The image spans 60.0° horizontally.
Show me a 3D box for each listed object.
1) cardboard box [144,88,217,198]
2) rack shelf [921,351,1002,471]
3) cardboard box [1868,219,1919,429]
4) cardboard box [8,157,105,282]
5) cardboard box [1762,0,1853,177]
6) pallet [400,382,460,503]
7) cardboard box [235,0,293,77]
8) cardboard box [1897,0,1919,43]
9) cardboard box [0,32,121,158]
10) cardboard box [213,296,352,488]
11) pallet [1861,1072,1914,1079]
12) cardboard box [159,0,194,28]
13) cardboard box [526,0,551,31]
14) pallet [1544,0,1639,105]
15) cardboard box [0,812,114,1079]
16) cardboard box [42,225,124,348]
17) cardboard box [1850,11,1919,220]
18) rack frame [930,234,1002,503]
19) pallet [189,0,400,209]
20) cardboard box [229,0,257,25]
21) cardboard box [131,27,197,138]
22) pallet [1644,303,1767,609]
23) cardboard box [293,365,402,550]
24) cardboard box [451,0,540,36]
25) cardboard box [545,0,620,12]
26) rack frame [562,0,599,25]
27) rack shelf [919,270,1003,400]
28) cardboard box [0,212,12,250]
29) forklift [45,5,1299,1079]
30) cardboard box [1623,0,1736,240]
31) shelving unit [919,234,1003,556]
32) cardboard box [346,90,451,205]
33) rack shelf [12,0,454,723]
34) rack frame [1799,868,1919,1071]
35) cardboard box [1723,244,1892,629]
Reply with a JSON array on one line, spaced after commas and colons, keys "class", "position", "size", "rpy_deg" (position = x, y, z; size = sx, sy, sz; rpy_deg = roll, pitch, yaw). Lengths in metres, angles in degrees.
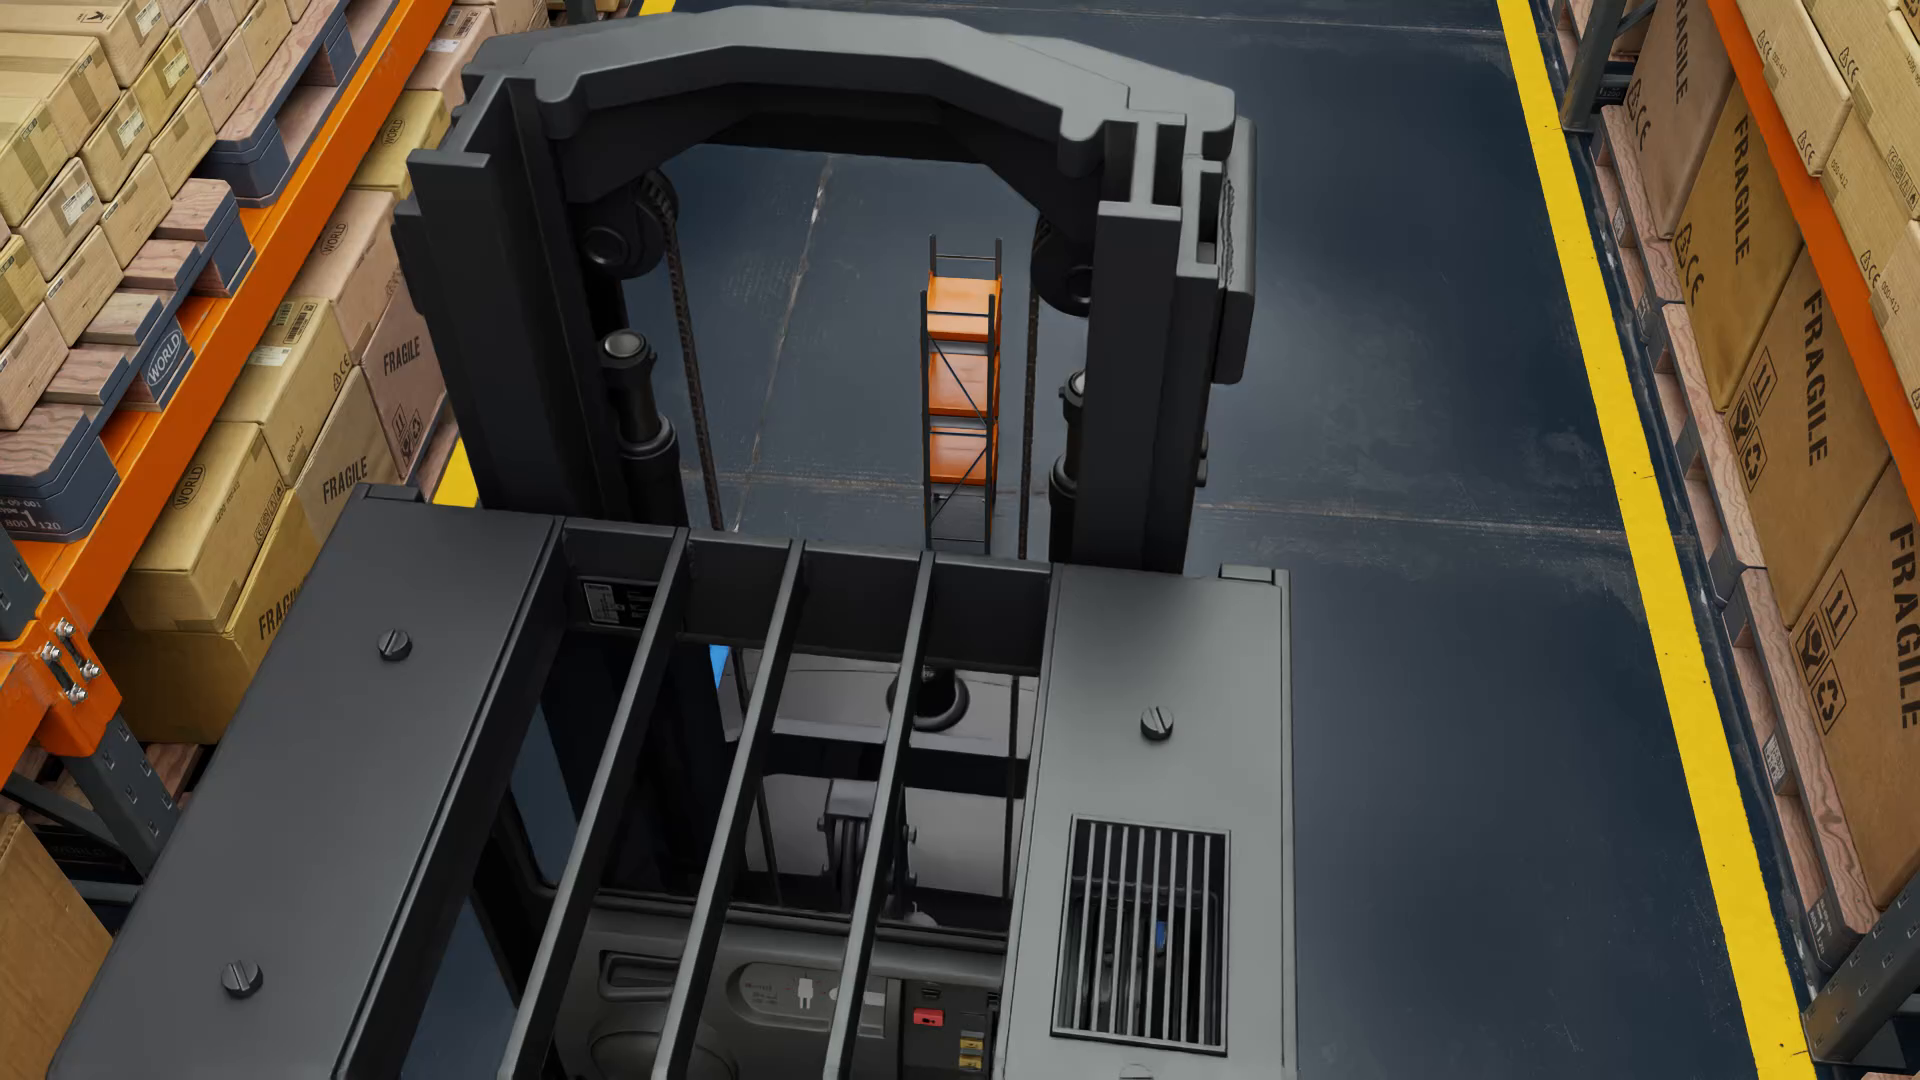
[{"class": "cardboard box", "position": [-2.034, -0.967, 3.987], "size": [0.380, 0.149, 0.250], "rpy_deg": [6, 48, 5]}, {"class": "rack shelf", "position": [0.005, -0.387, 4.906], "size": [0.215, 0.259, 0.240], "rpy_deg": [4, 48, 4]}, {"class": "cardboard box", "position": [2.409, -0.457, 3.737], "size": [0.500, 0.250, 0.500], "rpy_deg": [5, 48, 4]}, {"class": "cardboard box", "position": [-2.081, -0.699, 3.541], "size": [0.380, 0.149, 0.250], "rpy_deg": [6, 48, 5]}, {"class": "cardboard box", "position": [2.489, -1.202, 4.419], "size": [0.500, 0.250, 0.500], "rpy_deg": [3, 48, 3]}, {"class": "pallet", "position": [-2.162, -0.528, 5.590], "size": [1.003, 0.211, 1.213], "rpy_deg": [4, 48, 4]}, {"class": "cardboard box", "position": [-1.987, -1.347, 4.335], "size": [0.380, 0.149, 0.250], "rpy_deg": [4, 48, 4]}, {"class": "cardboard box", "position": [2.468, -1.253, 3.618], "size": [0.500, 0.500, 0.500], "rpy_deg": [4, 48, 4]}, {"class": "cardboard box", "position": [-2.064, -0.962, 3.580], "size": [0.380, 0.149, 0.250], "rpy_deg": [4, 48, 3]}, {"class": "cardboard box", "position": [-1.998, -0.415, 4.498], "size": [0.500, 0.250, 0.500], "rpy_deg": [3, 48, 3]}, {"class": "pallet", "position": [2.518, 1.773, 3.485], "size": [1.003, 0.211, 1.213], "rpy_deg": [4, 48, 4]}, {"class": "cardboard box", "position": [-2.017, -1.356, 3.940], "size": [0.380, 0.149, 0.250], "rpy_deg": [6, 48, 5]}, {"class": "cardboard box", "position": [-1.800, -1.677, 6.161], "size": [0.500, 0.500, 0.500], "rpy_deg": [3, 48, 3]}, {"class": "pallet", "position": [3.102, -2.294, 7.205], "size": [1.003, 0.211, 1.213], "rpy_deg": [4, 48, 4]}, {"class": "cardboard box", "position": [-2.493, 1.058, 3.489], "size": [1.050, 0.750, 0.750], "rpy_deg": [3, 48, 3]}, {"class": "cardboard box", "position": [-2.082, -0.570, 3.624], "size": [0.380, 0.149, 0.250], "rpy_deg": [6, 48, 5]}, {"class": "cardboard box", "position": [2.451, -0.988, 3.883], "size": [0.500, 0.250, 0.500], "rpy_deg": [3, 48, 3]}, {"class": "rack frame", "position": [0.016, -0.483, 4.981], "size": [0.200, 1.050, 0.008], "rpy_deg": [4, 48, 4]}, {"class": "pallet", "position": [-2.208, -1.393, 4.621], "size": [1.003, 0.211, 1.213], "rpy_deg": [4, 48, 4]}, {"class": "cardboard box", "position": [-1.988, -1.446, 4.224], "size": [0.380, 0.149, 0.250], "rpy_deg": [3, 48, 3]}, {"class": "cardboard box", "position": [-2.038, -1.081, 3.890], "size": [0.380, 0.149, 0.250], "rpy_deg": [4, 48, 4]}, {"class": "pallet", "position": [2.851, -0.269, 5.353], "size": [1.003, 0.211, 1.213], "rpy_deg": [4, 48, 4]}, {"class": "cardboard box", "position": [-1.987, -0.171, 4.783], "size": [0.500, 0.500, 0.500], "rpy_deg": [4, 48, 4]}, {"class": "cardboard box", "position": [-1.800, -1.927, 5.881], "size": [0.500, 0.250, 0.500], "rpy_deg": [3, 48, 2]}, {"class": "cardboard box", "position": [-1.630, -2.365, 7.028], "size": [0.380, 0.149, 0.250], "rpy_deg": [2, 48, 2]}, {"class": "rack frame", "position": [-1.983, -2.940, 5.906], "size": [1.000, 3.000, 0.127], "rpy_deg": [4, 48, 4]}, {"class": "rack shelf", "position": [0.005, -0.578, 4.697], "size": [0.215, 0.259, 0.240], "rpy_deg": [4, 48, 4]}, {"class": "cardboard box", "position": [-2.113, -0.588, 3.238], "size": [0.380, 0.149, 0.250], "rpy_deg": [4, 48, 4]}, {"class": "forklift", "position": [-0.207, 0.899, 2.441], "size": [1.130, 2.935, 3.031], "rpy_deg": [5, 48, 5]}, {"class": "cardboard box", "position": [2.978, -1.645, 5.877], "size": [0.875, 0.875, 0.875], "rpy_deg": [5, 48, 5]}, {"class": "shelving unit", "position": [0.005, -0.394, 4.899], "size": [0.215, 1.050, 0.252], "rpy_deg": [4, 48, 4]}, {"class": "cardboard box", "position": [-1.894, -1.161, 5.180], "size": [0.500, 0.250, 0.500], "rpy_deg": [2, 48, 2]}, {"class": "rack shelf", "position": [-2.166, -1.227, 4.827], "size": [1.077, 0.370, 4.000], "rpy_deg": [4, 48, 4]}, {"class": "rack frame", "position": [2.591, 0.258, 2.981], "size": [1.000, 3.000, 0.127], "rpy_deg": [4, 48, 4]}, {"class": "cardboard box", "position": [2.822, -0.324, 4.669], "size": [0.875, 0.875, 0.875], "rpy_deg": [4, 48, 4]}]
